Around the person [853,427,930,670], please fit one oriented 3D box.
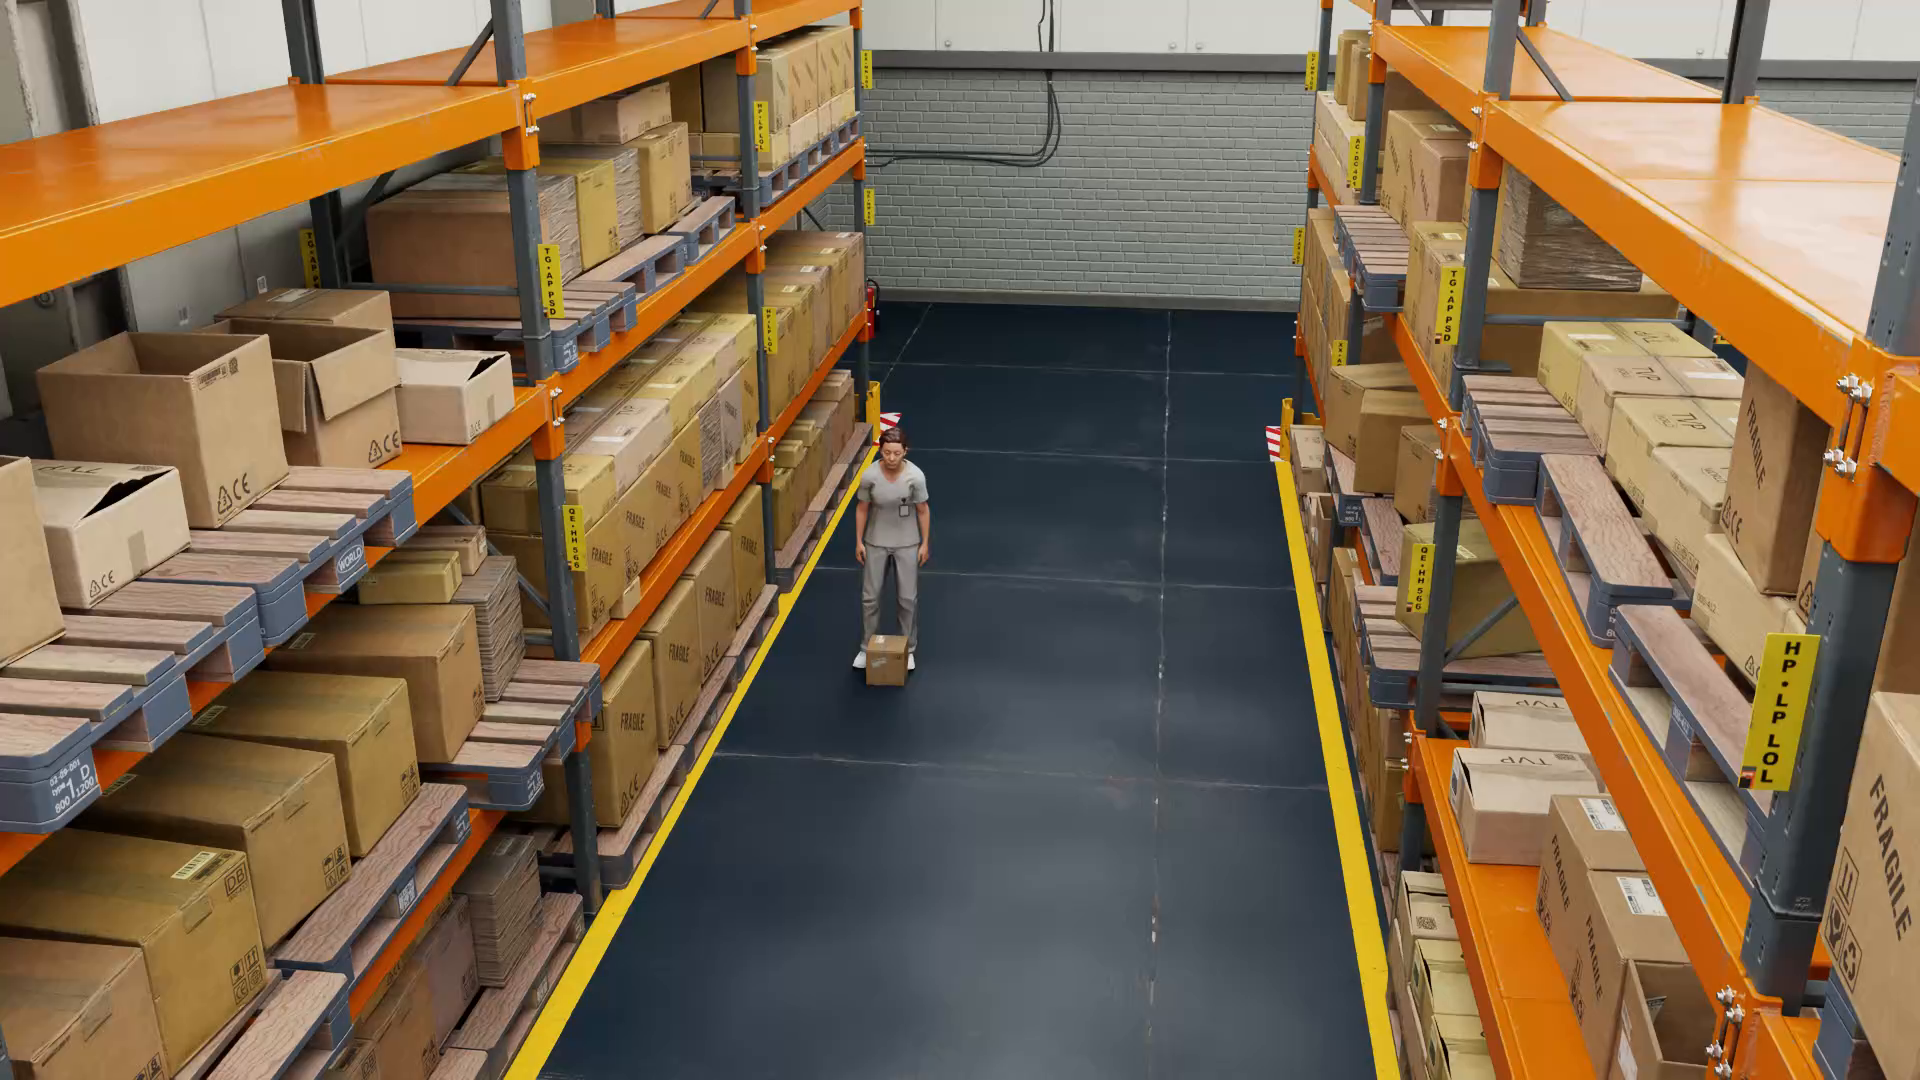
[{"bbox_3d":[-0.456,0.044,10.974,0.514,1.671,0.362,1,21,3],"label":"person"}]
